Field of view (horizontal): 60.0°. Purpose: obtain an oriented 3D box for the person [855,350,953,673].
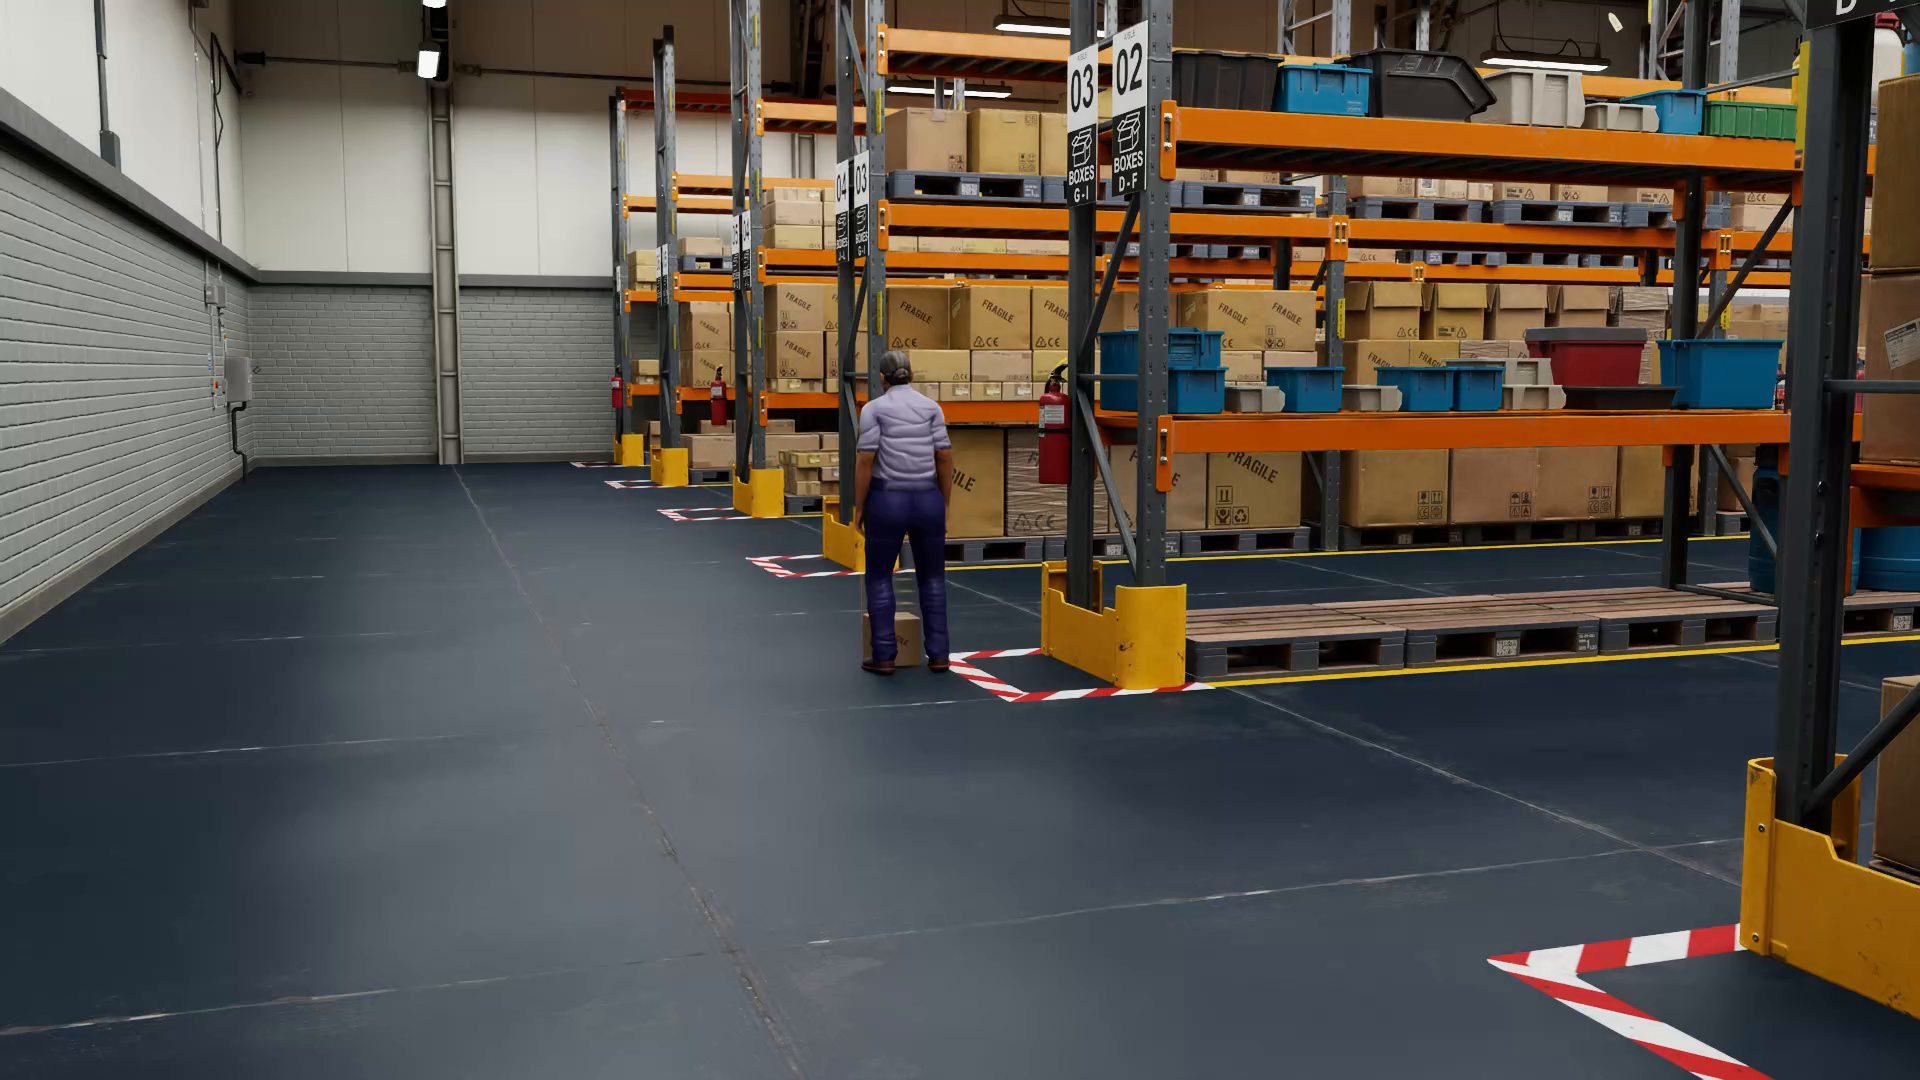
[{"bbox_3d":[-0.282,-0.145,8.523,0.544,1.651,0.372,-2,6,-18],"label":"person"}]
